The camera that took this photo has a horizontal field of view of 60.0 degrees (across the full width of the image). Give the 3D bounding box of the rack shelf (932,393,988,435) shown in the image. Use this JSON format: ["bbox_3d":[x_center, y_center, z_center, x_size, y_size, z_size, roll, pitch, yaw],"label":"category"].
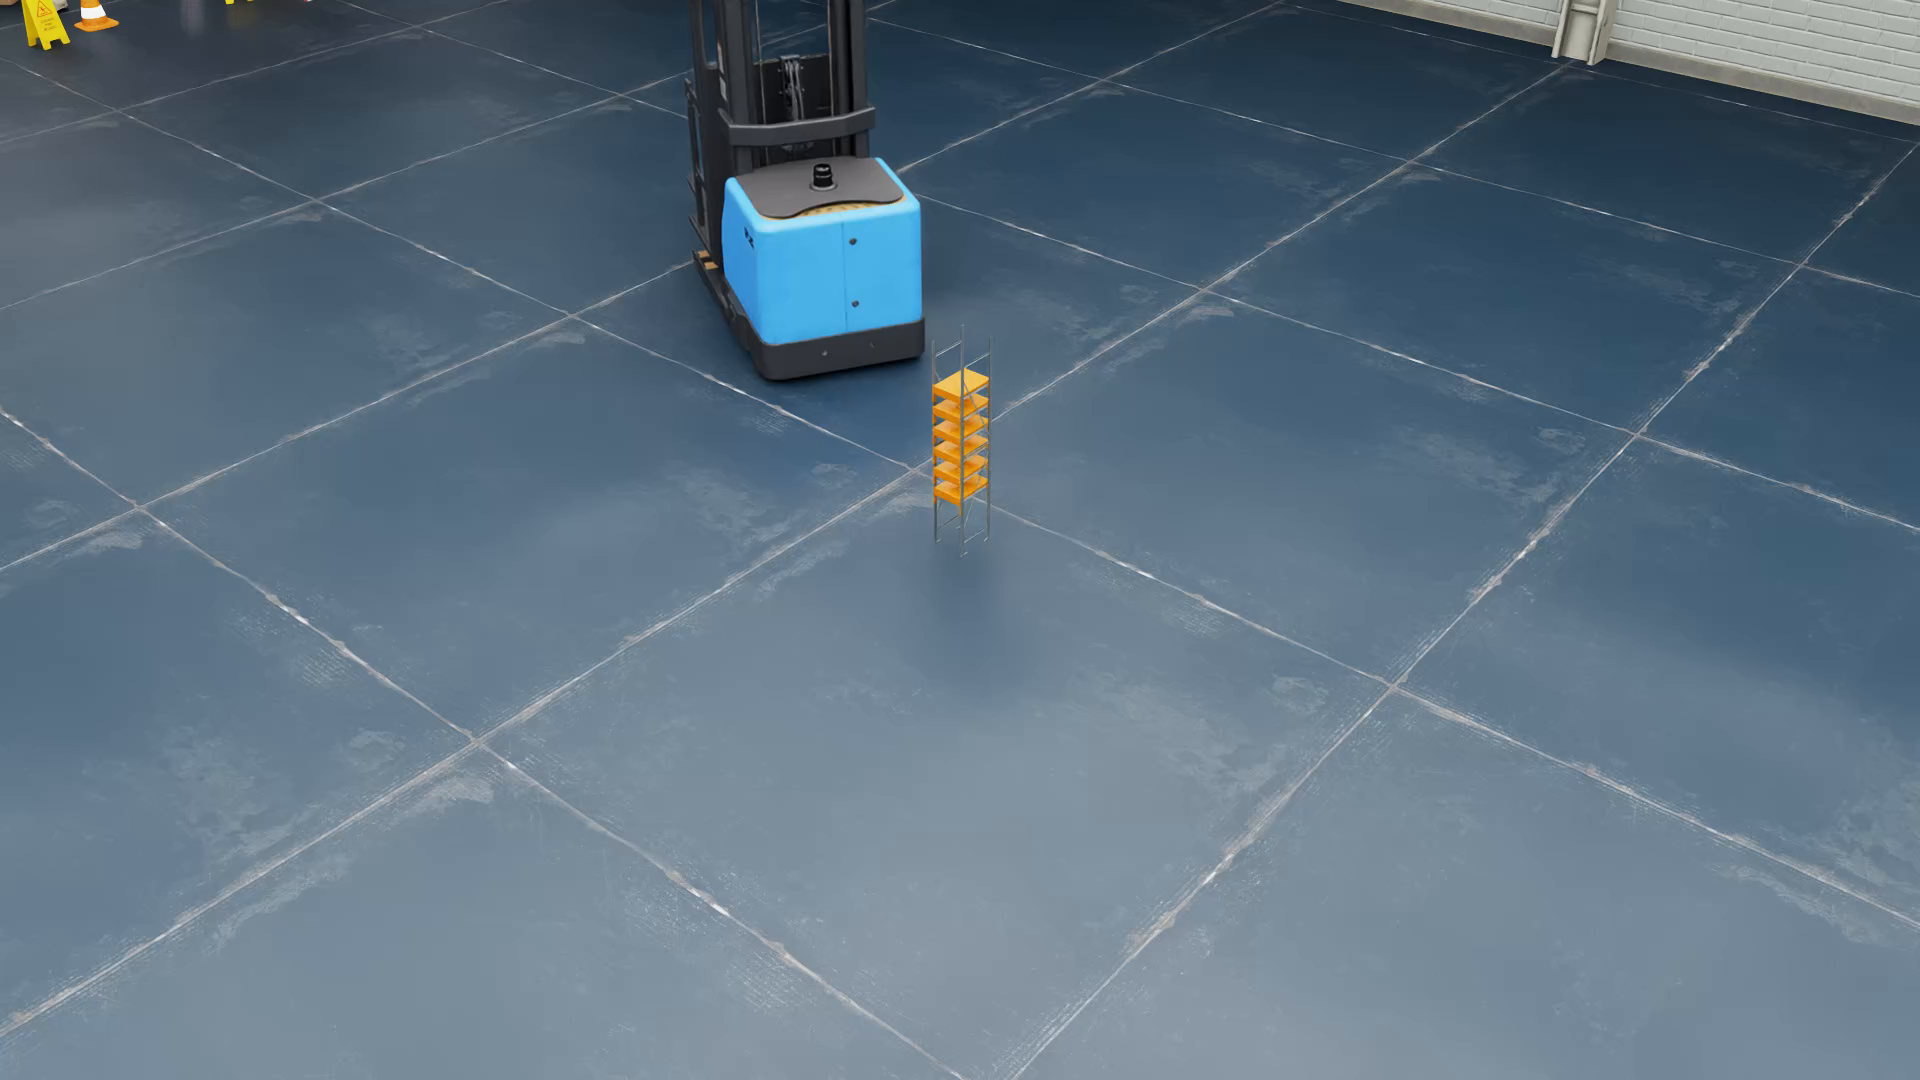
[{"bbox_3d":[0.011,-0.651,8.374,0.180,0.103,0.258,25,42,32],"label":"rack shelf"}]

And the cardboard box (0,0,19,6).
[{"bbox_3d":[-9.712,-5.733,16.735,0.637,0.503,0.797,0,34,0],"label":"cardboard box"}]

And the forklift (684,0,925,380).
[{"bbox_3d":[-1.202,-3.012,10.629,1.130,2.935,3.031,-12,36,-16],"label":"forklift"}]

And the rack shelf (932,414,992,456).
[{"bbox_3d":[0.011,-0.552,8.442,0.180,0.103,0.258,25,42,32],"label":"rack shelf"}]

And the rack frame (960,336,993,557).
[{"bbox_3d":[0.081,-0.456,8.437,0.006,1.200,0.240,25,42,32],"label":"rack frame"}]

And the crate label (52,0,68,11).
[{"bbox_3d":[-8.991,-5.293,16.419,0.298,0.136,0.250,6,35,8],"label":"crate label"}]

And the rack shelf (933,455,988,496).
[{"bbox_3d":[0.011,-0.354,8.578,0.180,0.103,0.258,25,42,32],"label":"rack shelf"}]

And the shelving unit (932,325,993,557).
[{"bbox_3d":[0.011,-0.489,8.485,0.189,1.200,0.258,25,42,32],"label":"shelving unit"}]

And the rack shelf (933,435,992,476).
[{"bbox_3d":[0.011,-0.453,8.510,0.180,0.103,0.258,25,42,32],"label":"rack shelf"}]

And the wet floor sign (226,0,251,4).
[{"bbox_3d":[-7.281,-5.722,16.594,0.267,0.644,0.232,-18,38,-25],"label":"wet floor sign"}]

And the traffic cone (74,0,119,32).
[{"bbox_3d":[-8.347,-5.170,15.951,0.334,0.463,0.336,25,42,32],"label":"traffic cone"}]

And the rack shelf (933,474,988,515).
[{"bbox_3d":[0.011,-0.255,8.646,0.180,0.103,0.258,25,42,32],"label":"rack shelf"}]

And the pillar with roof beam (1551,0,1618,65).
[{"bbox_3d":[2.940,-6.286,10.036,0.400,9.000,9.100,25,42,32],"label":"pillar with roof beam"}]

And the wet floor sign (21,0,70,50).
[{"bbox_3d":[-8.543,-4.917,15.422,0.232,0.644,0.267,18,38,24],"label":"wet floor sign"}]

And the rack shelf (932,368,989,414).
[{"bbox_3d":[0.011,-0.749,8.306,0.180,0.103,0.258,25,42,32],"label":"rack shelf"}]

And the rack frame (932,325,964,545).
[{"bbox_3d":[-0.059,-0.523,8.533,0.006,1.200,0.240,25,42,32],"label":"rack frame"}]
